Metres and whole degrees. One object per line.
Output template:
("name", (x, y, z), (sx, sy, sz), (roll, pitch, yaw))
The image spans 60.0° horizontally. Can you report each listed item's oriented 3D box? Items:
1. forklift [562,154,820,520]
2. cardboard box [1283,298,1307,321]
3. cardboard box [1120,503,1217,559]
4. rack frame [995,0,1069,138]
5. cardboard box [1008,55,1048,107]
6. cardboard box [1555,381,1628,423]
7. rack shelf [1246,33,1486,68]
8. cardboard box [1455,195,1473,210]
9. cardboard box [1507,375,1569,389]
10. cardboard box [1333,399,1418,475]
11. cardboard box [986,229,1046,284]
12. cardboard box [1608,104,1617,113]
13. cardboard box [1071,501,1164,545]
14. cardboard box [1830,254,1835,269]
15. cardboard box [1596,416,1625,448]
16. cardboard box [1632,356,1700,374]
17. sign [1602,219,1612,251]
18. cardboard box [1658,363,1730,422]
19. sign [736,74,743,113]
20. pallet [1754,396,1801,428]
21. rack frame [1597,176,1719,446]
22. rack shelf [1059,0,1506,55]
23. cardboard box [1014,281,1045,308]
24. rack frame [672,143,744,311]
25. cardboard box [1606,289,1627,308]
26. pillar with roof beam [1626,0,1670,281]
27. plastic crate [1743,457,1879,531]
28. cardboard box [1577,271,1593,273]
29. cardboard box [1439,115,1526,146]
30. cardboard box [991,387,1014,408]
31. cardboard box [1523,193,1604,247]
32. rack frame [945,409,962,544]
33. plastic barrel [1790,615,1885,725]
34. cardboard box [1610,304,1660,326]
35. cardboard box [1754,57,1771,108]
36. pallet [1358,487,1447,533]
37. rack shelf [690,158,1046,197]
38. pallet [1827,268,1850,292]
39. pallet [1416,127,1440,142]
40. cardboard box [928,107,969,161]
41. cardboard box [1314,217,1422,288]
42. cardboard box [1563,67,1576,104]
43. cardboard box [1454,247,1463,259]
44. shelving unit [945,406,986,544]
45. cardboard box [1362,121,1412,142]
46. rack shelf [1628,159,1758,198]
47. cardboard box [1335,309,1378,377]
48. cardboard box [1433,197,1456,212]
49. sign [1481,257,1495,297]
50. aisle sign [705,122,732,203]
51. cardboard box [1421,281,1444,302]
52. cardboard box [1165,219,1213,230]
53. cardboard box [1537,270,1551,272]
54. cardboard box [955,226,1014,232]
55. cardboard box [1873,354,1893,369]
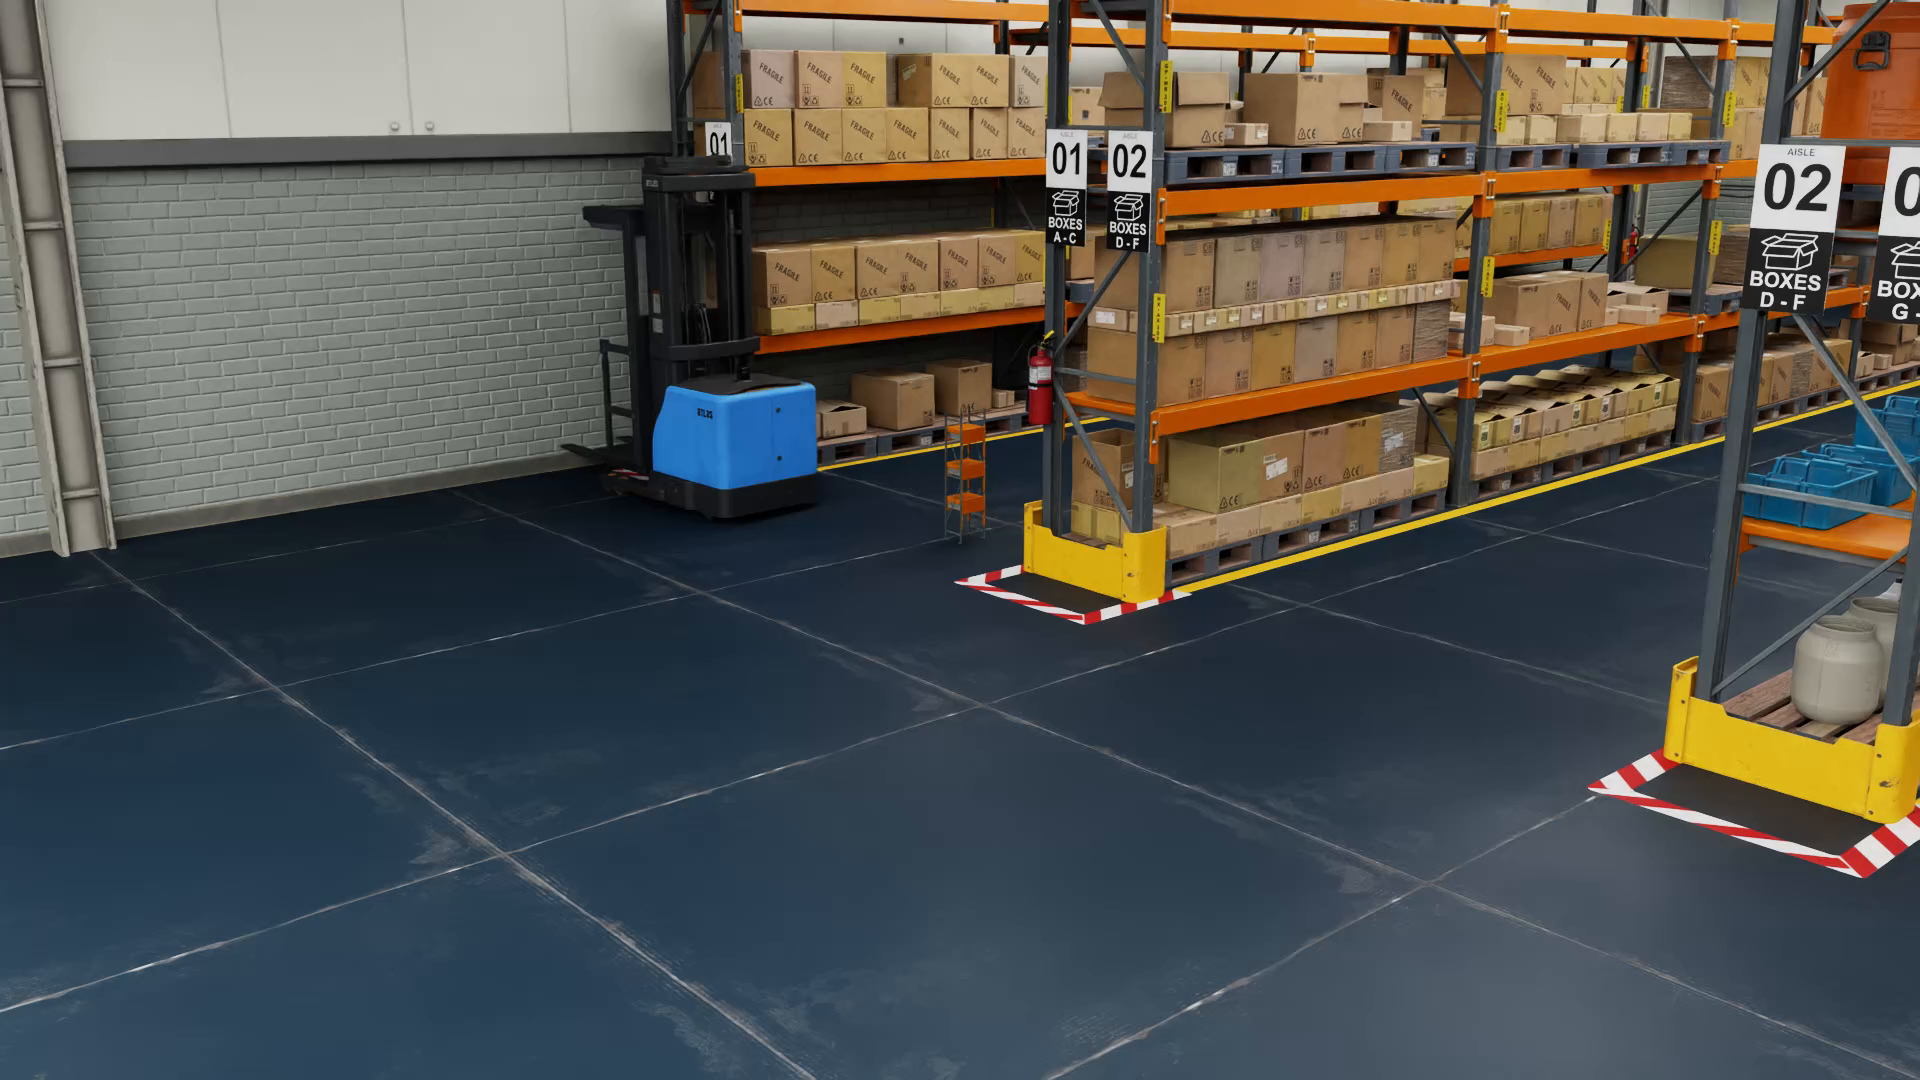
("forklift", (-2.569, -1.893, 14.656), (1.130, 2.935, 3.031), (-13, 20, -41))
("cardboard box", (2.387, -1.752, 12.547), (0.250, 0.149, 0.380), (-13, 20, -40))
("cardboard box", (1.530, -0.069, 12.212), (0.500, 0.250, 0.500), (-13, 19, -39))
("rack frame", (0.743, -5.687, 17.104), (0.127, 3.000, 1.000), (-13, 19, -39))
("cardboard box", (0.543, -4.641, 16.831), (0.500, 0.500, 0.500), (14, 20, 42))
("cardboard box", (6.011, -1.337, 15.871), (0.500, 0.311, 0.500), (-13, 20, -40))
("rack shelf", (5.269, -6.163, 21.053), (4.000, 0.370, 1.077), (-13, 19, -39))
("cardboard box", (6.593, -4.579, 22.318), (0.500, 0.250, 0.500), (-12, 19, -38))
("cardboard box", (5.650, -1.440, 16.256), (0.500, 0.311, 0.500), (-13, 20, -41))
("cardboard box", (3.406, -0.858, 13.712), (0.500, 0.500, 0.500), (-13, 19, -39))
("cardboard box", (0.589, -2.948, 17.273), (0.500, 0.500, 0.500), (-13, 20, -39))
("cardboard box", (9.417, -6.274, 24.396), (0.500, 0.250, 0.500), (-12, 19, -38))
("cardboard box", (1.190, -0.170, 12.589), (0.500, 0.250, 0.500), (-13, 19, -39))
("cardboard box", (10.241, -3.363, 19.835), (0.500, 0.500, 0.500), (-12, 19, -38))
("cardboard box", (6.010, -1.068, 15.950), (0.500, 0.250, 0.500), (-12, 19, -38))
("cardboard box", (7.566, -1.712, 17.837), (0.500, 0.500, 0.500), (-12, 19, -37))
("sign", (6.651, -3.128, 17.057), (0.005, 0.325, 0.100), (-13, 19, -39))
("cardboard box", (7.546, -1.529, 17.153), (0.500, 0.500, 0.500), (-12, 19, -37))
("sign", (-1.919, -3.877, 14.446), (0.005, 0.325, 0.100), (-13, 19, -39))
("pallet", (8.523, -1.480, 18.382), (1.213, 0.211, 1.003), (-13, 19, -39))
("rack frame", (7.015, -2.503, 16.807), (0.127, 3.000, 1.000), (-13, 19, -39))
("rack shelf", (2.488, -3.844, 12.372), (4.000, 0.370, 1.077), (-13, 19, -39))
("cardboard box", (0.584, -2.587, 17.373), (0.500, 0.250, 0.500), (-13, 19, -39))
("rack frame", (-2.275, -2.111, 15.341), (0.127, 3.000, 1.000), (-13, 19, -39))
("cardboard box", (6.213, -2.346, 16.392), (0.500, 0.311, 0.500), (-13, 20, -40))
("pillar with roof beam", (14.090, -7.508, 23.919), (0.400, 9.000, 9.100), (-13, 19, -39))
("plastic crate", (4.410, -0.254, 8.675), (0.616, 0.251, 0.499), (-13, 19, -39))
("cardboard box", (9.355, -3.935, 24.942), (0.250, 0.149, 0.380), (-13, 20, -40))
("cardboard box", (4.468, -3.507, 14.232), (0.500, 0.250, 0.500), (-10, 18, -34))
("cardboard box", (0.359, -1.536, 17.826), (0.380, 0.166, 0.250), (13, 20, 40))
("cardboard box", (8.875, -4.753, 24.649), (0.700, 0.700, 0.980), (-13, 20, -40))
("rack frame", (-0.052, -0.496, 13.071), (0.008, 1.050, 0.200), (-13, 20, -39))
("plastic barrel", (4.675, 0.690, 8.861), (0.421, 0.512, 0.421), (0, 15, 0))
("cardboard box", (6.518, -2.175, 16.067), (0.250, 0.149, 0.380), (-13, 19, -39))
("cardboard box", (8.117, -4.729, 17.197), (0.500, 0.500, 0.500), (-13, 19, -39))
("pallet", (3.370, -0.351, 14.156), (1.213, 0.211, 1.003), (-13, 19, -39))
("rack shelf", (-0.766, -3.552, 16.315), (4.000, 0.370, 1.077), (-13, 19, -39))
("pallet", (9.358, -2.973, 18.941), (1.213, 0.211, 1.003), (-13, 19, -39))
("pallet", (6.118, -5.336, 21.972), (1.217, 0.209, 0.805), (-14, 20, -42))
("cardboard box", (-0.259, -3.978, 16.284), (0.500, 0.500, 0.500), (-14, 20, -41))
("cardboard box", (3.286, -2.338, 13.482), (0.500, 0.500, 0.700), (-13, 20, -39))
("cardboard box", (8.252, -6.373, 23.316), (0.500, 0.500, 0.500), (-12, 19, -39))
("cardboard box", (6.534, -3.873, 22.383), (0.250, 0.149, 0.380), (-12, 19, -38))
("shelving unit", (0.040, -0.516, 13.148), (0.252, 1.050, 0.215), (-13, 20, -39))
("cardboard box", (3.267, -3.166, 12.879), (0.250, 0.149, 0.380), (-13, 19, -39))
("rack shelf", (8.523, -3.943, 17.781), (4.000, 0.370, 1.077), (-13, 19, -39))
("cardboard box", (2.892, -1.622, 13.317), (0.500, 0.500, 0.700), (-12, 19, -39))
("cardboard box", (6.201, -4.494, 22.001), (0.500, 0.250, 0.500), (-12, 19, -38))
("sign", (4.363, -2.174, 13.745), (0.005, 0.325, 0.100), (-13, 19, -39))
("aisle sign", (-2.132, -3.297, 14.741), (0.004, 0.787, 0.394), (-13, 19, -39))
("cardboard box", (3.745, -2.057, 13.689), (0.250, 0.149, 0.380), (-13, 20, -41))
("cardboard box", (2.487, -3.430, 19.233), (0.500, 0.500, 0.700), (-13, 19, -39))
("cardboard box", (8.914, -3.966, 25.059), (0.250, 0.149, 0.380), (-13, 19, -39))
("cardboard box", (0.251, -3.049, 17.652), (0.500, 0.500, 0.500), (-13, 20, -41))
("cardboard box", (11.137, -2.201, 20.317), (0.250, 0.166, 0.380), (-13, 19, -39))
